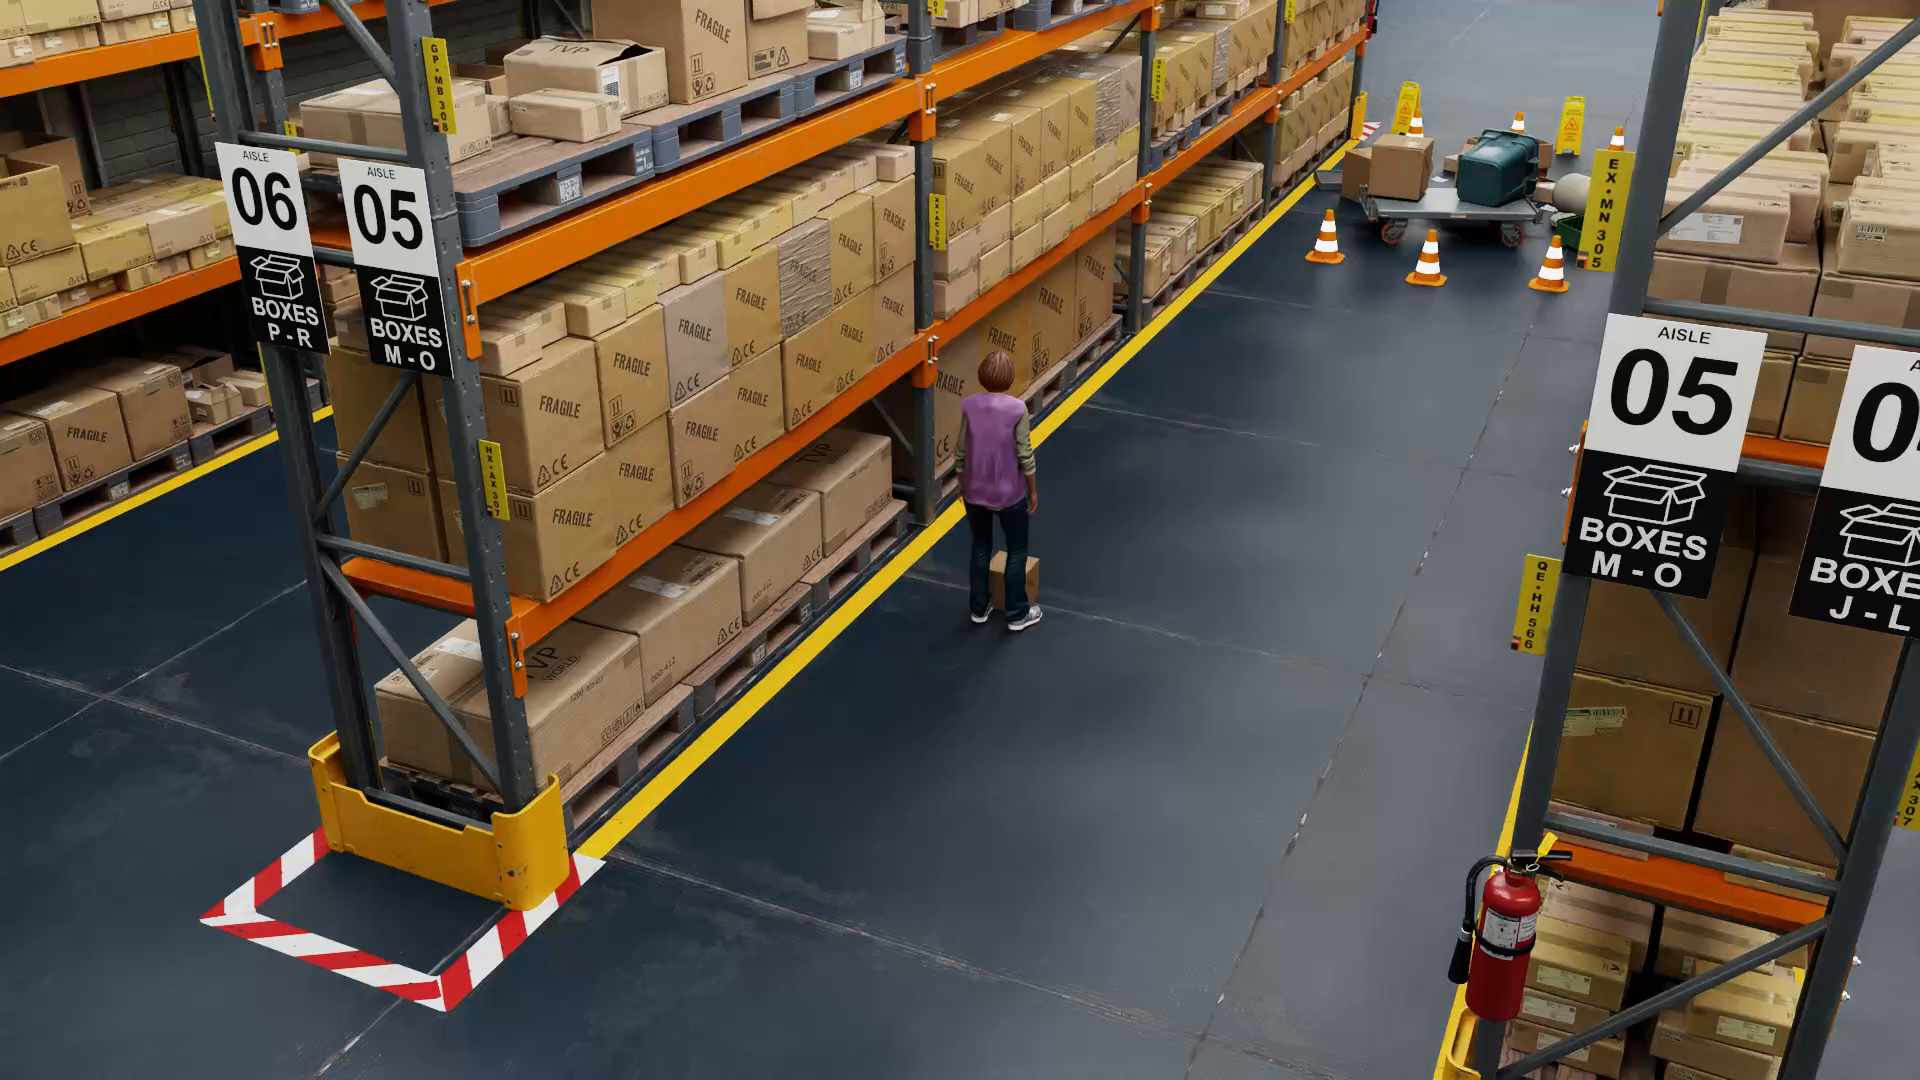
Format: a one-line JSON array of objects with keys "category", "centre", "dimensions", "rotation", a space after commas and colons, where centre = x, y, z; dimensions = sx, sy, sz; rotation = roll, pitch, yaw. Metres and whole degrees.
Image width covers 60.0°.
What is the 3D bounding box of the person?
[{"category": "person", "centre": [0.204, -0.251, 9.143], "dimensions": [0.483, 1.581, 0.349], "rotation": [10, 28, 19]}]
